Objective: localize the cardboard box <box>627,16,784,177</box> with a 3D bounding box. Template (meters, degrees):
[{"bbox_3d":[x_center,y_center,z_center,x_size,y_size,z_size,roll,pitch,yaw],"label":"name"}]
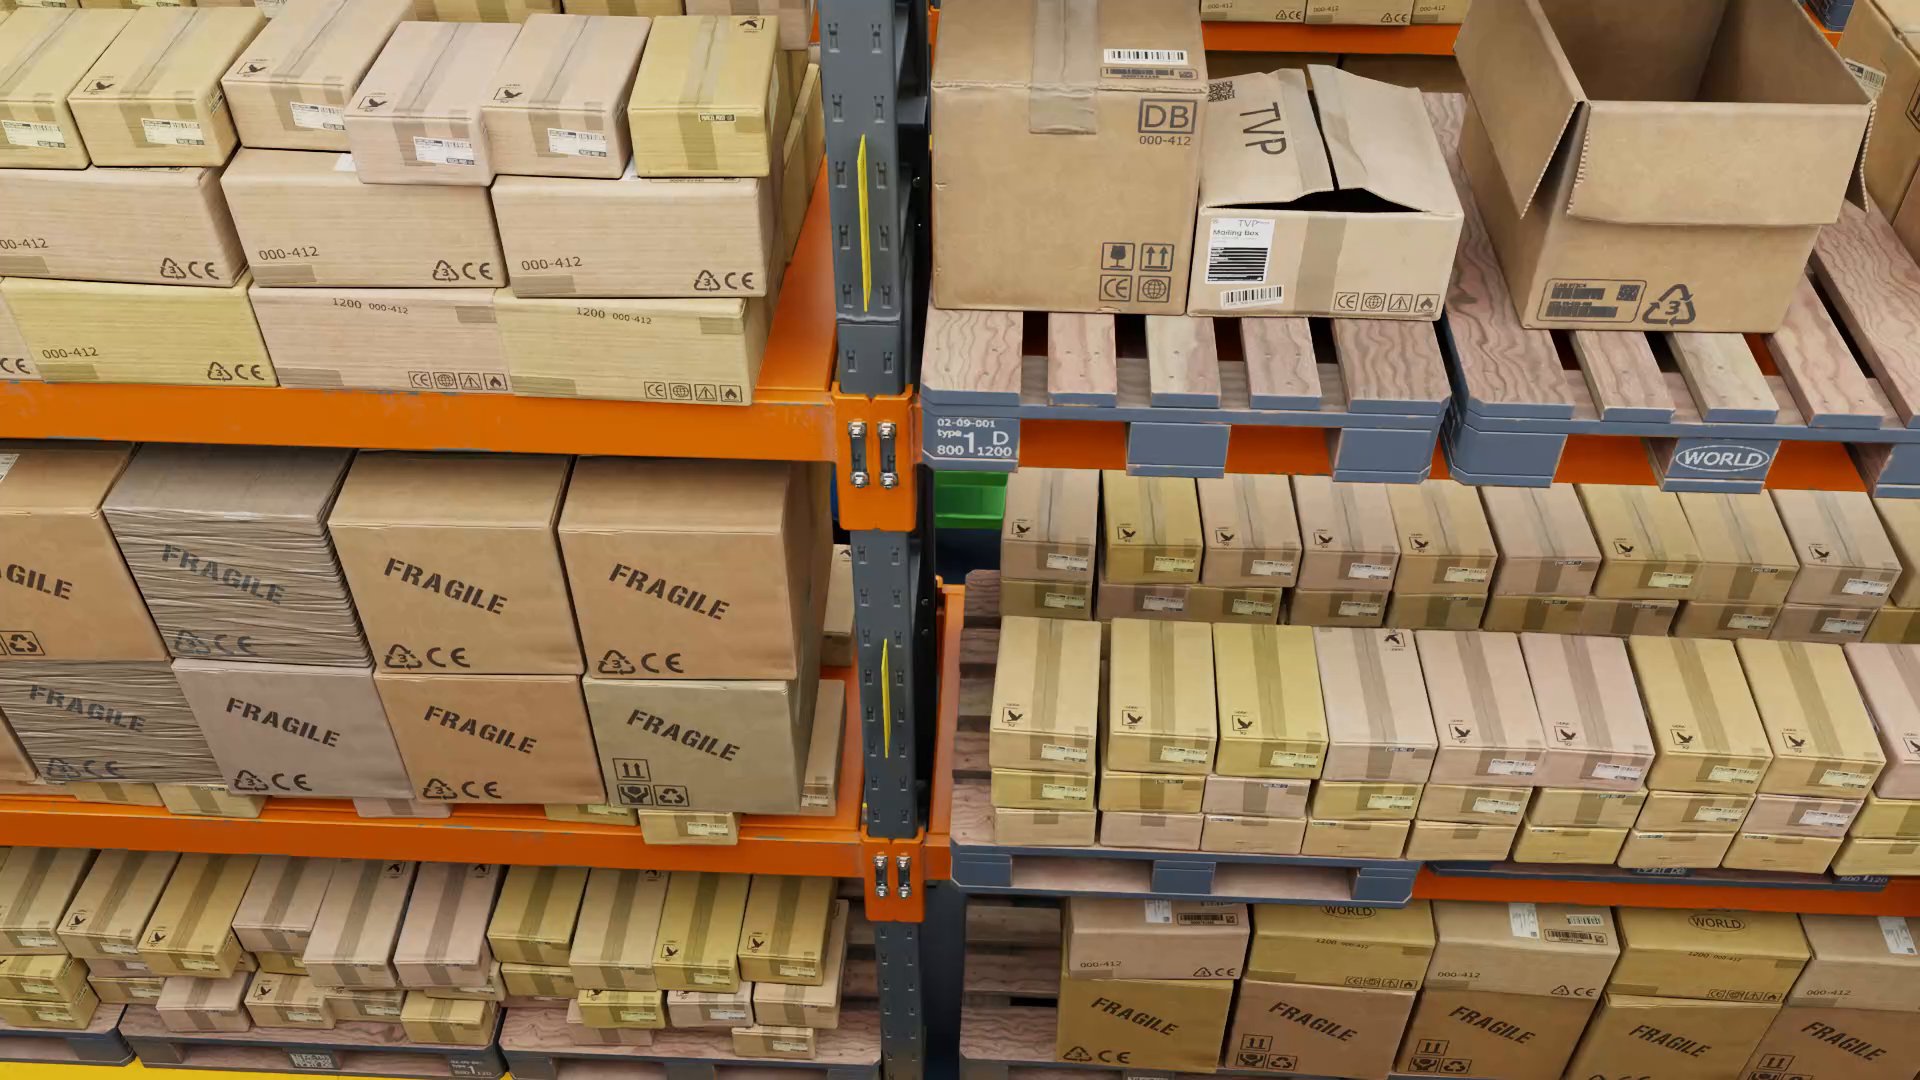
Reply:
[{"bbox_3d":[-0.485,-0.865,3.228,0.250,0.149,0.380,0,43,0],"label":"cardboard box"}]

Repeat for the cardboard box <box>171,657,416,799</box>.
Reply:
[{"bbox_3d":[-1.672,0.329,4.405,0.500,0.500,0.500,2,43,2],"label":"cardboard box"}]

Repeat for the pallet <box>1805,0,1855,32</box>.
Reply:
[{"bbox_3d":[4.674,-2.902,8.305,1.003,0.211,1.213,2,43,2],"label":"pallet"}]

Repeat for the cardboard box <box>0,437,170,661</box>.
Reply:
[{"bbox_3d":[-2.188,-0.054,4.083,0.500,0.500,0.500,1,43,1],"label":"cardboard box"}]

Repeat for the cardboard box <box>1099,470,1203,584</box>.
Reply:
[{"bbox_3d":[0.518,-0.063,4.557,0.250,0.149,0.380,1,43,1],"label":"cardboard box"}]

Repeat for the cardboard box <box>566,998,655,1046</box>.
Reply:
[{"bbox_3d":[-1.090,1.410,5.319,0.250,0.149,0.380,0,43,0],"label":"cardboard box"}]

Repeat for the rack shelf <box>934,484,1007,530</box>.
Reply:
[{"bbox_3d":[0.087,-0.125,6.950,0.480,0.148,0.258,2,43,2],"label":"rack shelf"}]

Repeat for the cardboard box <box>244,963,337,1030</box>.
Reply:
[{"bbox_3d":[-2.102,1.369,5.364,0.250,0.149,0.380,2,43,2],"label":"cardboard box"}]

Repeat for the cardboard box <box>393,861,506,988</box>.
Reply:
[{"bbox_3d":[-1.564,1.178,5.132,0.250,0.149,0.380,0,43,0],"label":"cardboard box"}]

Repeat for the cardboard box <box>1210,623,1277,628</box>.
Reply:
[{"bbox_3d":[0.754,0.162,4.752,0.250,0.149,0.380,2,43,2],"label":"cardboard box"}]

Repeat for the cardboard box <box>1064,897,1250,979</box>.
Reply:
[{"bbox_3d":[0.566,1.019,4.931,0.500,0.250,0.500,0,43,0],"label":"cardboard box"}]

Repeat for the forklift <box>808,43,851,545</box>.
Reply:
[{"bbox_3d":[-1.414,-1.682,6.905,3.031,2.935,1.130,21,47,21],"label":"forklift"}]

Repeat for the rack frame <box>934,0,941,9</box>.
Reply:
[{"bbox_3d":[-0.039,-3.044,8.317,0.127,3.000,1.000,2,43,2],"label":"rack frame"}]

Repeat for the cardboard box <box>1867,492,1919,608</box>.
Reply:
[{"bbox_3d":[2.604,0.001,4.488,0.250,0.149,0.380,0,43,0],"label":"cardboard box"}]

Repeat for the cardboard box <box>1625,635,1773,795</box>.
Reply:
[{"bbox_3d":[1.774,0.420,4.038,0.250,0.149,0.380,3,43,3],"label":"cardboard box"}]

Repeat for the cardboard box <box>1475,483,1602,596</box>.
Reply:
[{"bbox_3d":[1.551,-0.030,4.521,0.250,0.149,0.380,0,43,0],"label":"cardboard box"}]

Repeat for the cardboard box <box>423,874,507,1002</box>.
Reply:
[{"bbox_3d":[-1.530,1.252,5.271,0.250,0.149,0.380,3,43,3],"label":"cardboard box"}]

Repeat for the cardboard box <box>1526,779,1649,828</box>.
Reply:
[{"bbox_3d":[1.523,0.521,4.148,0.250,0.149,0.380,1,43,1],"label":"cardboard box"}]

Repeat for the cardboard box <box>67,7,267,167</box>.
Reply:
[{"bbox_3d":[-1.527,-0.892,3.257,0.250,0.149,0.380,0,43,0],"label":"cardboard box"}]

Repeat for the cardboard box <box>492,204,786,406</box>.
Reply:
[{"bbox_3d":[-0.663,-0.544,3.543,0.500,0.250,0.500,3,43,3],"label":"cardboard box"}]

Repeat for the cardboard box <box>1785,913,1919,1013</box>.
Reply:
[{"bbox_3d":[2.635,1.088,4.857,0.500,0.250,0.500,2,43,3],"label":"cardboard box"}]

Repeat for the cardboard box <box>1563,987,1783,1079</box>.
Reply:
[{"bbox_3d":[2.119,1.347,5.129,0.500,0.500,0.500,0,43,0],"label":"cardboard box"}]

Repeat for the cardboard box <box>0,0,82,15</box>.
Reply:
[{"bbox_3d":[-2.013,-1.288,3.682,0.250,0.149,0.380,1,43,1],"label":"cardboard box"}]

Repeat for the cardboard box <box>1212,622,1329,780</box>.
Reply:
[{"bbox_3d":[0.747,0.389,4.071,0.250,0.149,0.380,2,43,2],"label":"cardboard box"}]

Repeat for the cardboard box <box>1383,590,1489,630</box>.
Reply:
[{"bbox_3d":[1.290,0.068,4.635,0.250,0.149,0.380,0,43,0],"label":"cardboard box"}]

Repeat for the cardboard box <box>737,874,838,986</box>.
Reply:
[{"bbox_3d":[-0.528,1.168,5.143,0.250,0.149,0.380,3,43,3],"label":"cardboard box"}]

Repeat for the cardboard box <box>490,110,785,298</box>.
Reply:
[{"bbox_3d":[-0.633,-0.737,3.383,0.500,0.250,0.500,0,43,0],"label":"cardboard box"}]

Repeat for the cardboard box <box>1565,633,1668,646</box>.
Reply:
[{"bbox_3d":[1.813,0.191,4.720,0.250,0.149,0.380,0,43,1],"label":"cardboard box"}]

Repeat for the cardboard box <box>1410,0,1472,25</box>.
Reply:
[{"bbox_3d":[2.427,-2.737,8.097,0.500,0.250,0.500,1,43,1],"label":"cardboard box"}]

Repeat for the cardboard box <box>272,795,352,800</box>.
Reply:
[{"bbox_3d":[-1.764,0.533,4.662,0.250,0.149,0.380,1,43,1],"label":"cardboard box"}]

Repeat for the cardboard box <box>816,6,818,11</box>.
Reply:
[{"bbox_3d":[-0.513,-2.921,8.112,0.500,0.500,0.500,2,43,2],"label":"cardboard box"}]

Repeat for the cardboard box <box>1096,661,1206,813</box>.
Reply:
[{"bbox_3d":[0.471,0.491,4.180,0.250,0.149,0.380,1,43,1],"label":"cardboard box"}]

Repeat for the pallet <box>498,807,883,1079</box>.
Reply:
[{"bbox_3d":[-0.833,1.353,5.642,1.213,0.211,1.003,2,43,2],"label":"pallet"}]

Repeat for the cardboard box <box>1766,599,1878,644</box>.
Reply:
[{"bbox_3d":[2.323,0.102,4.598,0.250,0.149,0.380,2,43,2],"label":"cardboard box"}]

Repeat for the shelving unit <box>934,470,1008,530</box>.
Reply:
[{"bbox_3d":[0.087,-0.347,6.742,0.503,1.200,0.258,2,43,2],"label":"shelving unit"}]

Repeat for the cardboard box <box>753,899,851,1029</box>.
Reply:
[{"bbox_3d":[-0.490,1.317,5.201,0.250,0.149,0.380,3,43,3],"label":"cardboard box"}]

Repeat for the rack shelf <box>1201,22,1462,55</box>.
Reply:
[{"bbox_3d":[1.959,-2.720,8.497,4.000,0.370,1.077,2,43,2],"label":"rack shelf"}]

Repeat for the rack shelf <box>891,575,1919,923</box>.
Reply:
[{"bbox_3d":[1.837,0.654,4.875,4.000,0.370,1.077,2,43,2],"label":"rack shelf"}]

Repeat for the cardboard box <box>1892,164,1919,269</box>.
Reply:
[{"bbox_3d":[2.254,-0.551,3.367,0.500,0.500,0.500,2,43,2],"label":"cardboard box"}]

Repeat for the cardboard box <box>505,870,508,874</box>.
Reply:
[{"bbox_3d":[-1.552,1.050,5.705,0.250,0.149,0.380,0,43,0],"label":"cardboard box"}]

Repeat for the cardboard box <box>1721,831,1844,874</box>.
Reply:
[{"bbox_3d":[2.041,0.646,4.233,0.250,0.149,0.380,3,43,3],"label":"cardboard box"}]

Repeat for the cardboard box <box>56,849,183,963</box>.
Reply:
[{"bbox_3d":[-2.593,1.114,5.201,0.250,0.149,0.380,3,43,4],"label":"cardboard box"}]

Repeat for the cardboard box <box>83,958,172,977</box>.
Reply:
[{"bbox_3d":[-2.604,1.198,5.329,0.250,0.149,0.380,0,43,0],"label":"cardboard box"}]

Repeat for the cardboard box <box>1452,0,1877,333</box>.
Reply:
[{"bbox_3d":[1.377,-0.823,3.348,0.637,0.503,0.797,1,43,1],"label":"cardboard box"}]

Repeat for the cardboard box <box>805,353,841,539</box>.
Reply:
[{"bbox_3d":[-0.600,-0.362,4.412,0.500,0.500,0.500,3,43,3],"label":"cardboard box"}]

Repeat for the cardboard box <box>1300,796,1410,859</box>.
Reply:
[{"bbox_3d":[0.990,0.616,4.264,0.250,0.149,0.380,2,43,2],"label":"cardboard box"}]

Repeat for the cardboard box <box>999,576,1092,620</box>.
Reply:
[{"bbox_3d":[0.246,0.037,4.668,0.250,0.149,0.380,3,43,3],"label":"cardboard box"}]

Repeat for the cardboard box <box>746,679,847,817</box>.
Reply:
[{"bbox_3d":[-0.456,0.572,4.620,0.250,0.149,0.380,1,43,1],"label":"cardboard box"}]

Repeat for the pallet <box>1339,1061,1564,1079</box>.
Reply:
[{"bbox_3d":[1.839,1.408,5.583,1.213,0.211,1.003,2,43,2],"label":"pallet"}]
